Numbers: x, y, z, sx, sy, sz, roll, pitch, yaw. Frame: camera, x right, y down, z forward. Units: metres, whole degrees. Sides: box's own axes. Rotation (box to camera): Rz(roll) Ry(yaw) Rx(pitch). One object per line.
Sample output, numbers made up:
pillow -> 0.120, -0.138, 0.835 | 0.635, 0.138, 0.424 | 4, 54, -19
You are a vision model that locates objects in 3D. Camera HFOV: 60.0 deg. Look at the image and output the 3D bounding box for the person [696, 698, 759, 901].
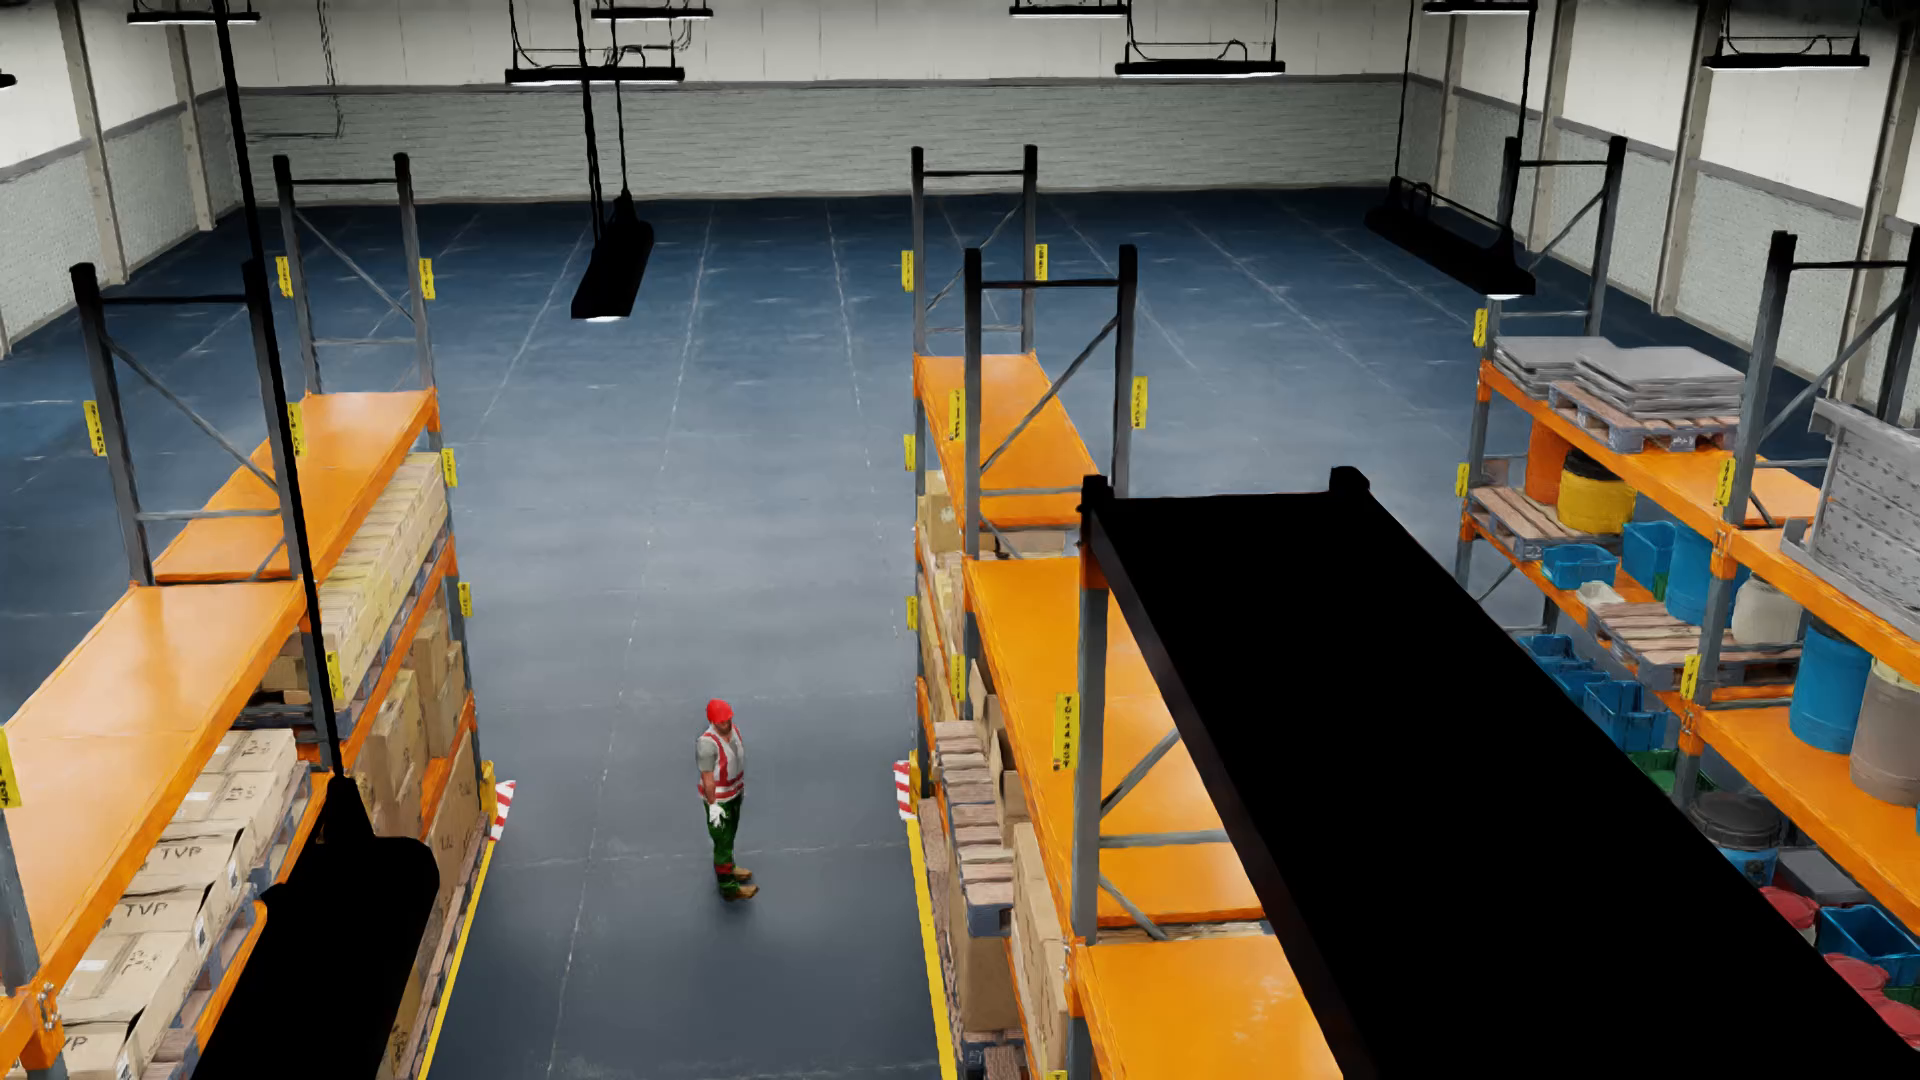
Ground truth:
person -> -1.907, 2.123, 13.818 | 0.490, 1.784, 0.608 | 9, 23, 22
